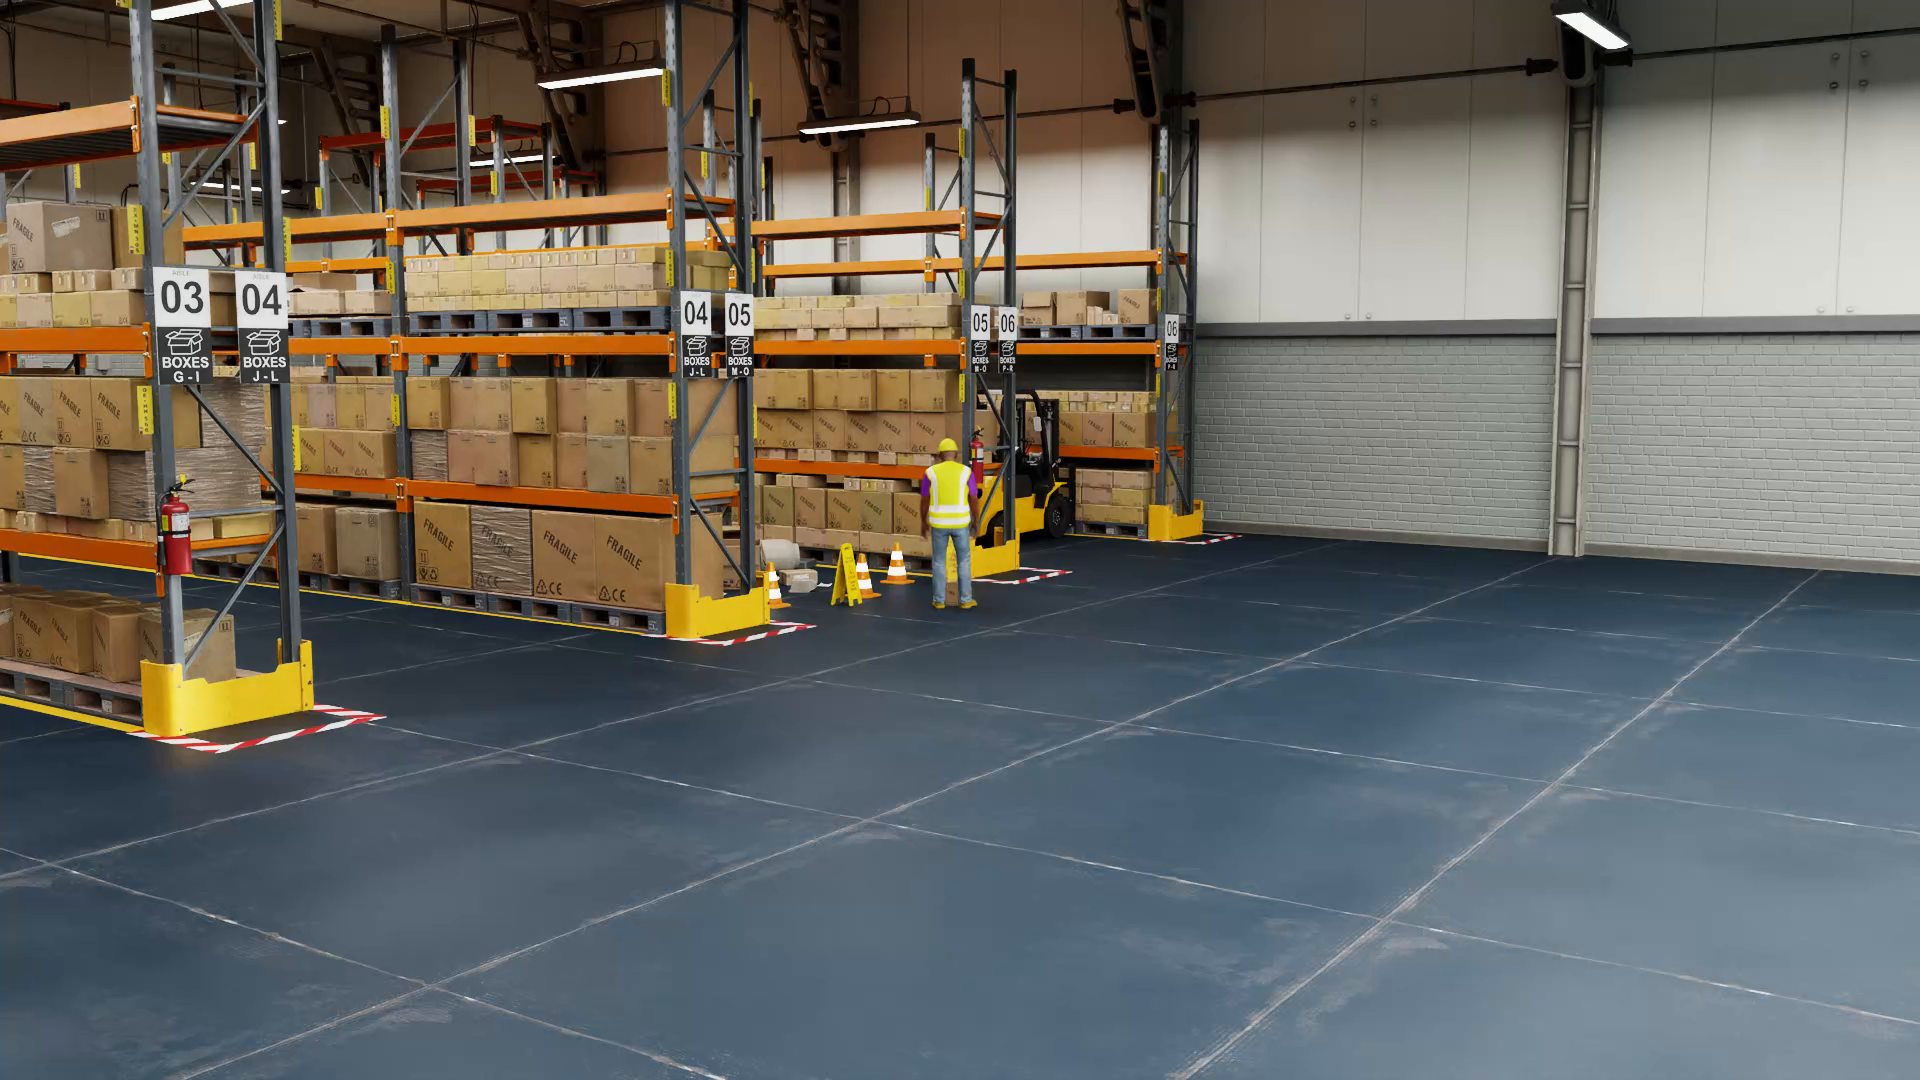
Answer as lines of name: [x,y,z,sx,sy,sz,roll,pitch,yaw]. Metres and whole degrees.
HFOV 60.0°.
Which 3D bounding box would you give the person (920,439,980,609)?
person: [-0.107,-0.171,17.264,0.619,1.759,0.461,0,6,2]
